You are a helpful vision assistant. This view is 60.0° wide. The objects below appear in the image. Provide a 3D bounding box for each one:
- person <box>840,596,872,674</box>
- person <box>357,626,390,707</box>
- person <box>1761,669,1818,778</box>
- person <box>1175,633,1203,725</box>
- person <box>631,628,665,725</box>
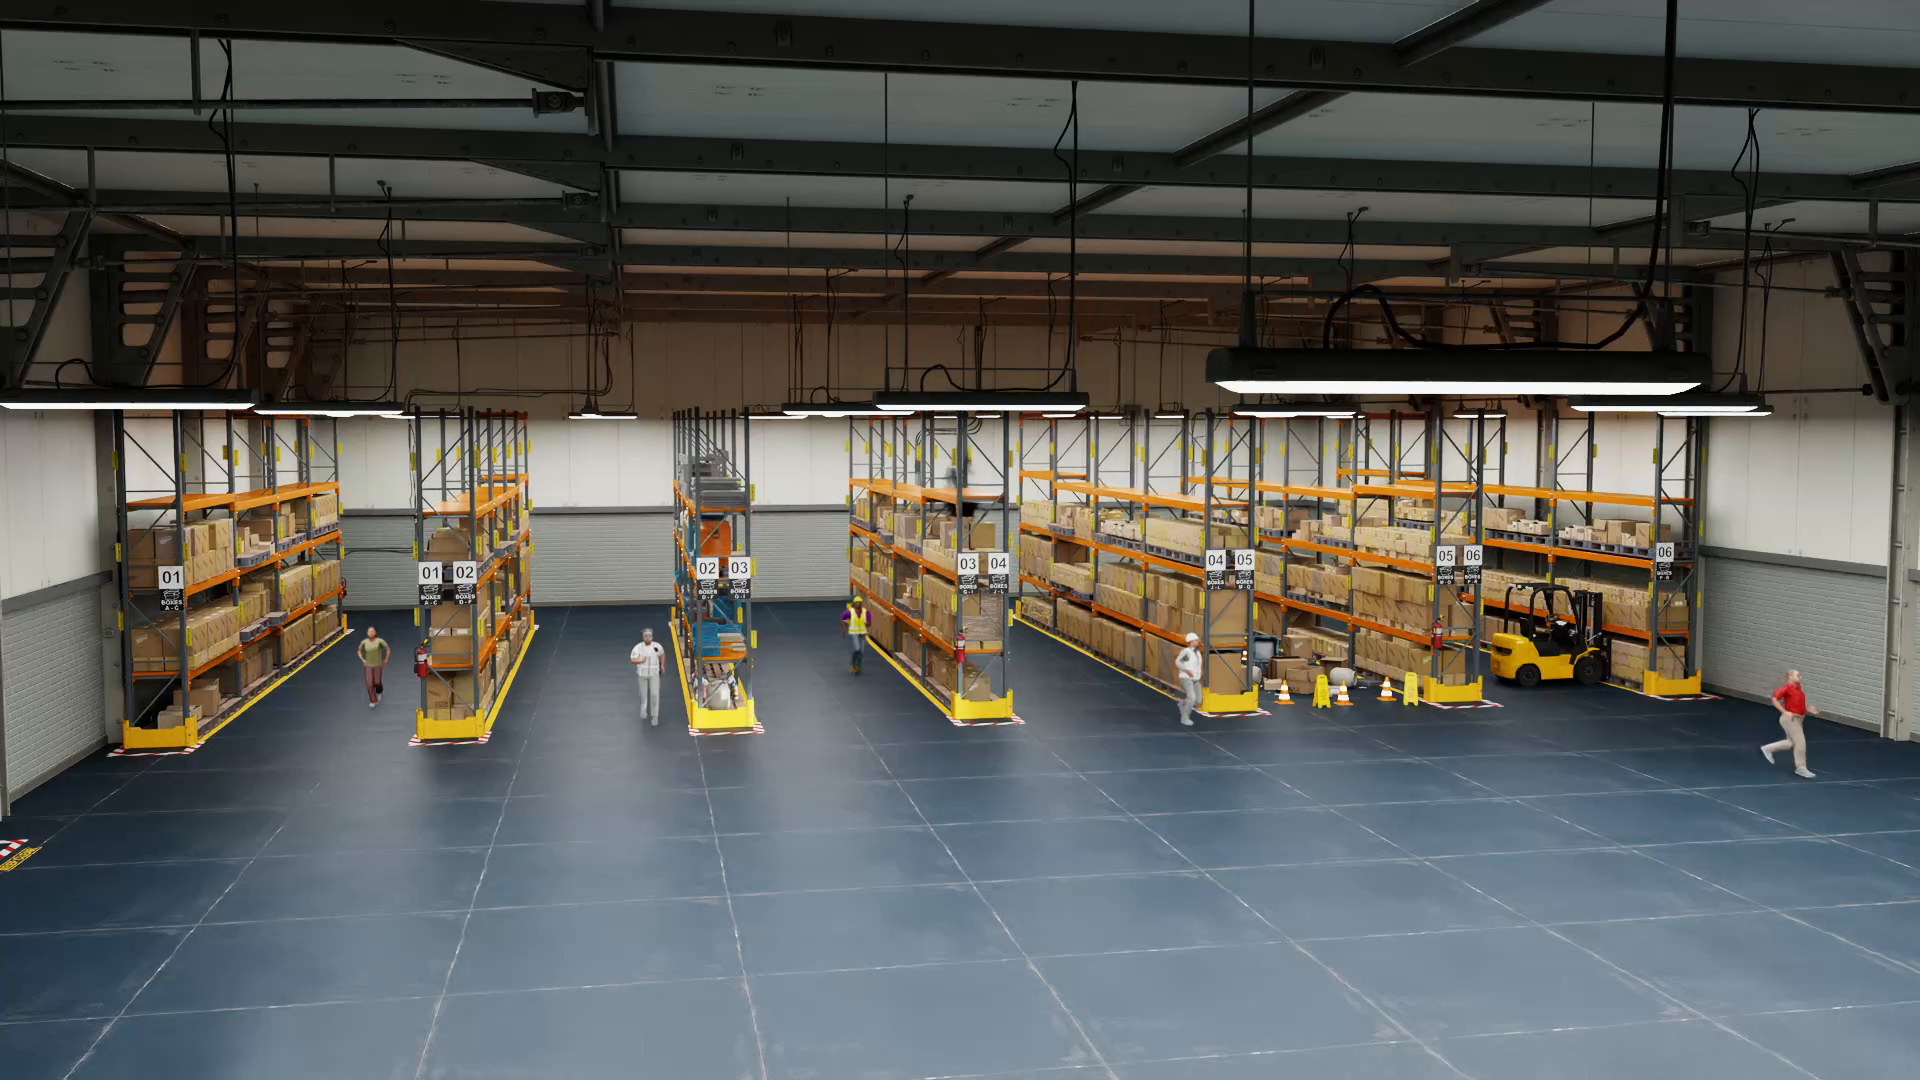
[{"bbox_3d":[-2.315,2.159,37.749,0.675,1.759,0.688,-2,4,-22],"label":"person"},{"bbox_3d":[-11.812,2.535,33.453,0.580,1.630,0.569,-1,4,-14],"label":"person"},{"bbox_3d":[13.495,2.960,27.022,0.879,1.729,0.663,4,6,44],"label":"person"},{"bbox_3d":[4.385,2.628,31.784,0.673,1.703,0.607,-4,5,-42],"label":"person"},{"bbox_3d":[-5.928,2.565,31.634,0.656,1.788,0.965,-1,4,-13],"label":"person"}]
